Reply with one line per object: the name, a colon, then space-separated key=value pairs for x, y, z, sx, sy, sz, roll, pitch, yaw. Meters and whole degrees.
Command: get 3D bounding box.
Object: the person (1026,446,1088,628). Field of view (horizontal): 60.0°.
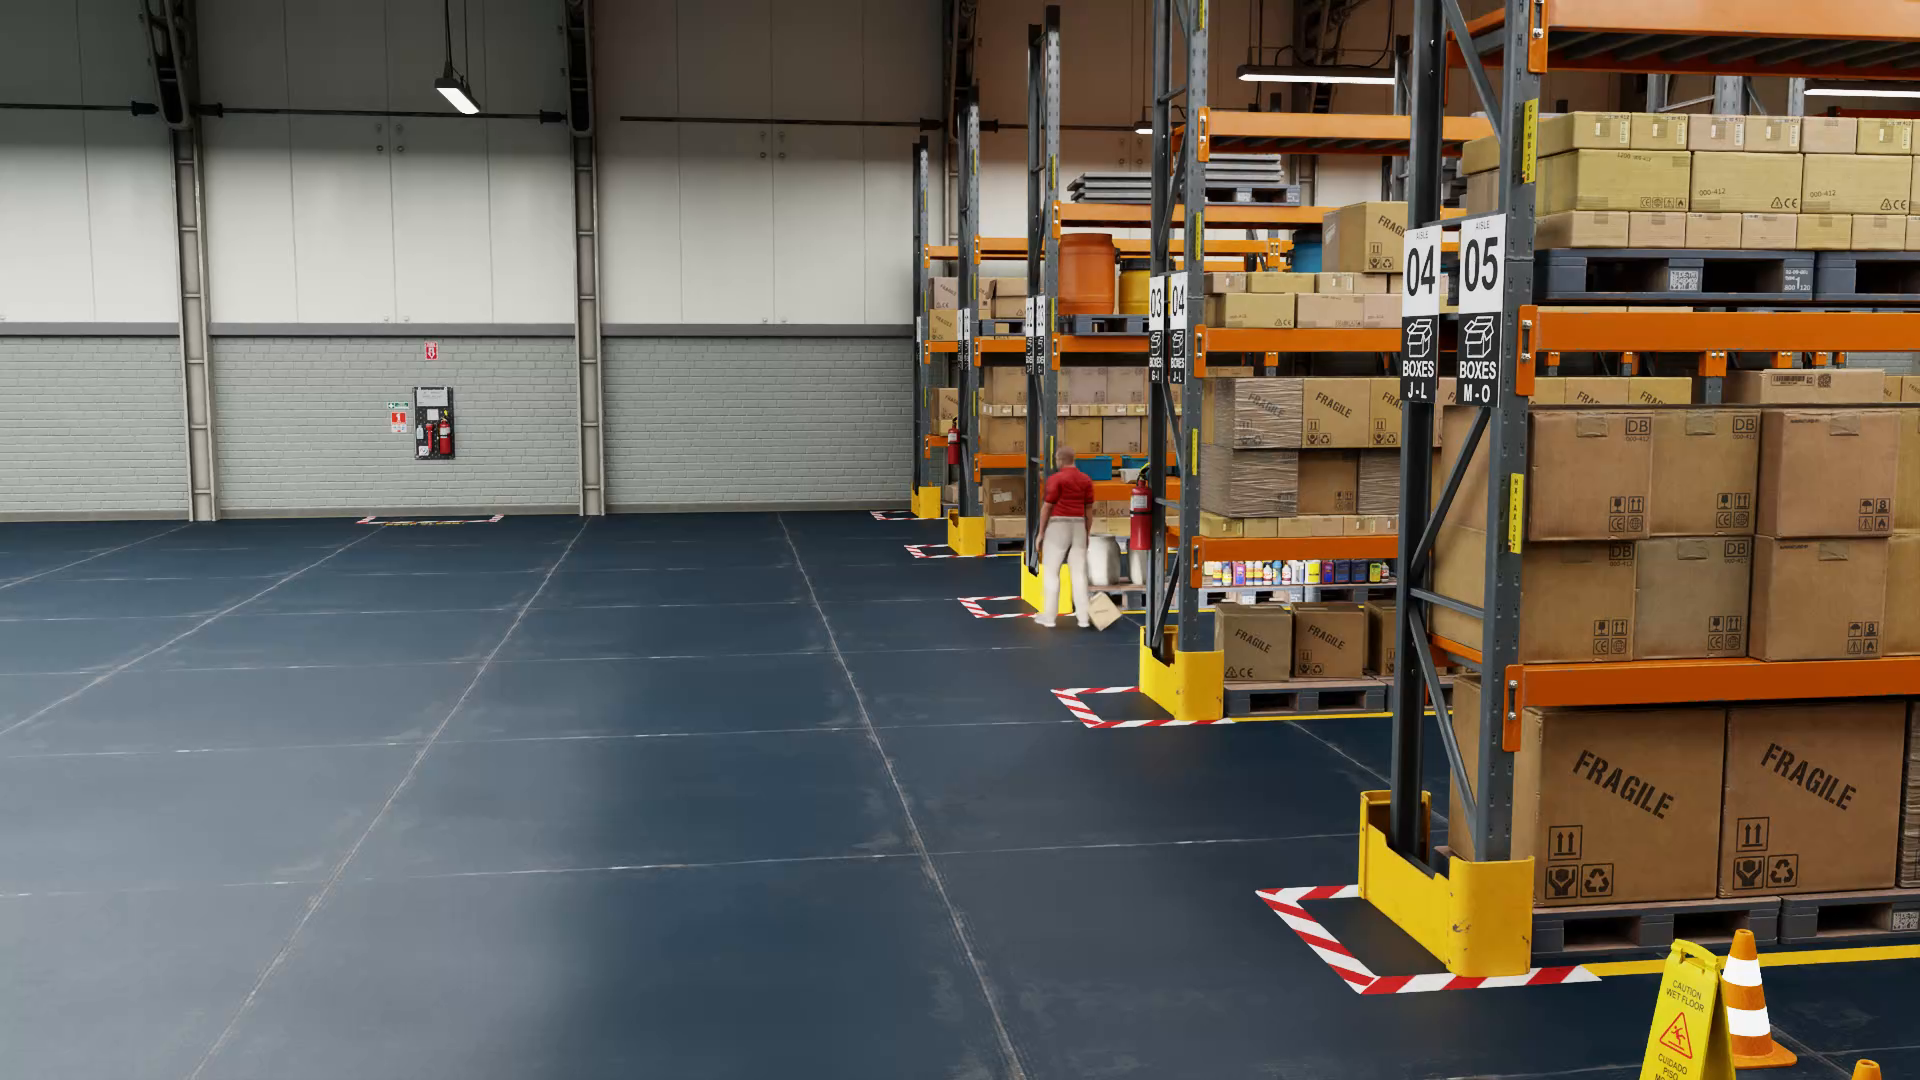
person: x=0.956 y=-0.026 z=15.802 sx=0.629 sy=1.733 sz=0.456 roll=-6 pitch=9 yaw=-41
